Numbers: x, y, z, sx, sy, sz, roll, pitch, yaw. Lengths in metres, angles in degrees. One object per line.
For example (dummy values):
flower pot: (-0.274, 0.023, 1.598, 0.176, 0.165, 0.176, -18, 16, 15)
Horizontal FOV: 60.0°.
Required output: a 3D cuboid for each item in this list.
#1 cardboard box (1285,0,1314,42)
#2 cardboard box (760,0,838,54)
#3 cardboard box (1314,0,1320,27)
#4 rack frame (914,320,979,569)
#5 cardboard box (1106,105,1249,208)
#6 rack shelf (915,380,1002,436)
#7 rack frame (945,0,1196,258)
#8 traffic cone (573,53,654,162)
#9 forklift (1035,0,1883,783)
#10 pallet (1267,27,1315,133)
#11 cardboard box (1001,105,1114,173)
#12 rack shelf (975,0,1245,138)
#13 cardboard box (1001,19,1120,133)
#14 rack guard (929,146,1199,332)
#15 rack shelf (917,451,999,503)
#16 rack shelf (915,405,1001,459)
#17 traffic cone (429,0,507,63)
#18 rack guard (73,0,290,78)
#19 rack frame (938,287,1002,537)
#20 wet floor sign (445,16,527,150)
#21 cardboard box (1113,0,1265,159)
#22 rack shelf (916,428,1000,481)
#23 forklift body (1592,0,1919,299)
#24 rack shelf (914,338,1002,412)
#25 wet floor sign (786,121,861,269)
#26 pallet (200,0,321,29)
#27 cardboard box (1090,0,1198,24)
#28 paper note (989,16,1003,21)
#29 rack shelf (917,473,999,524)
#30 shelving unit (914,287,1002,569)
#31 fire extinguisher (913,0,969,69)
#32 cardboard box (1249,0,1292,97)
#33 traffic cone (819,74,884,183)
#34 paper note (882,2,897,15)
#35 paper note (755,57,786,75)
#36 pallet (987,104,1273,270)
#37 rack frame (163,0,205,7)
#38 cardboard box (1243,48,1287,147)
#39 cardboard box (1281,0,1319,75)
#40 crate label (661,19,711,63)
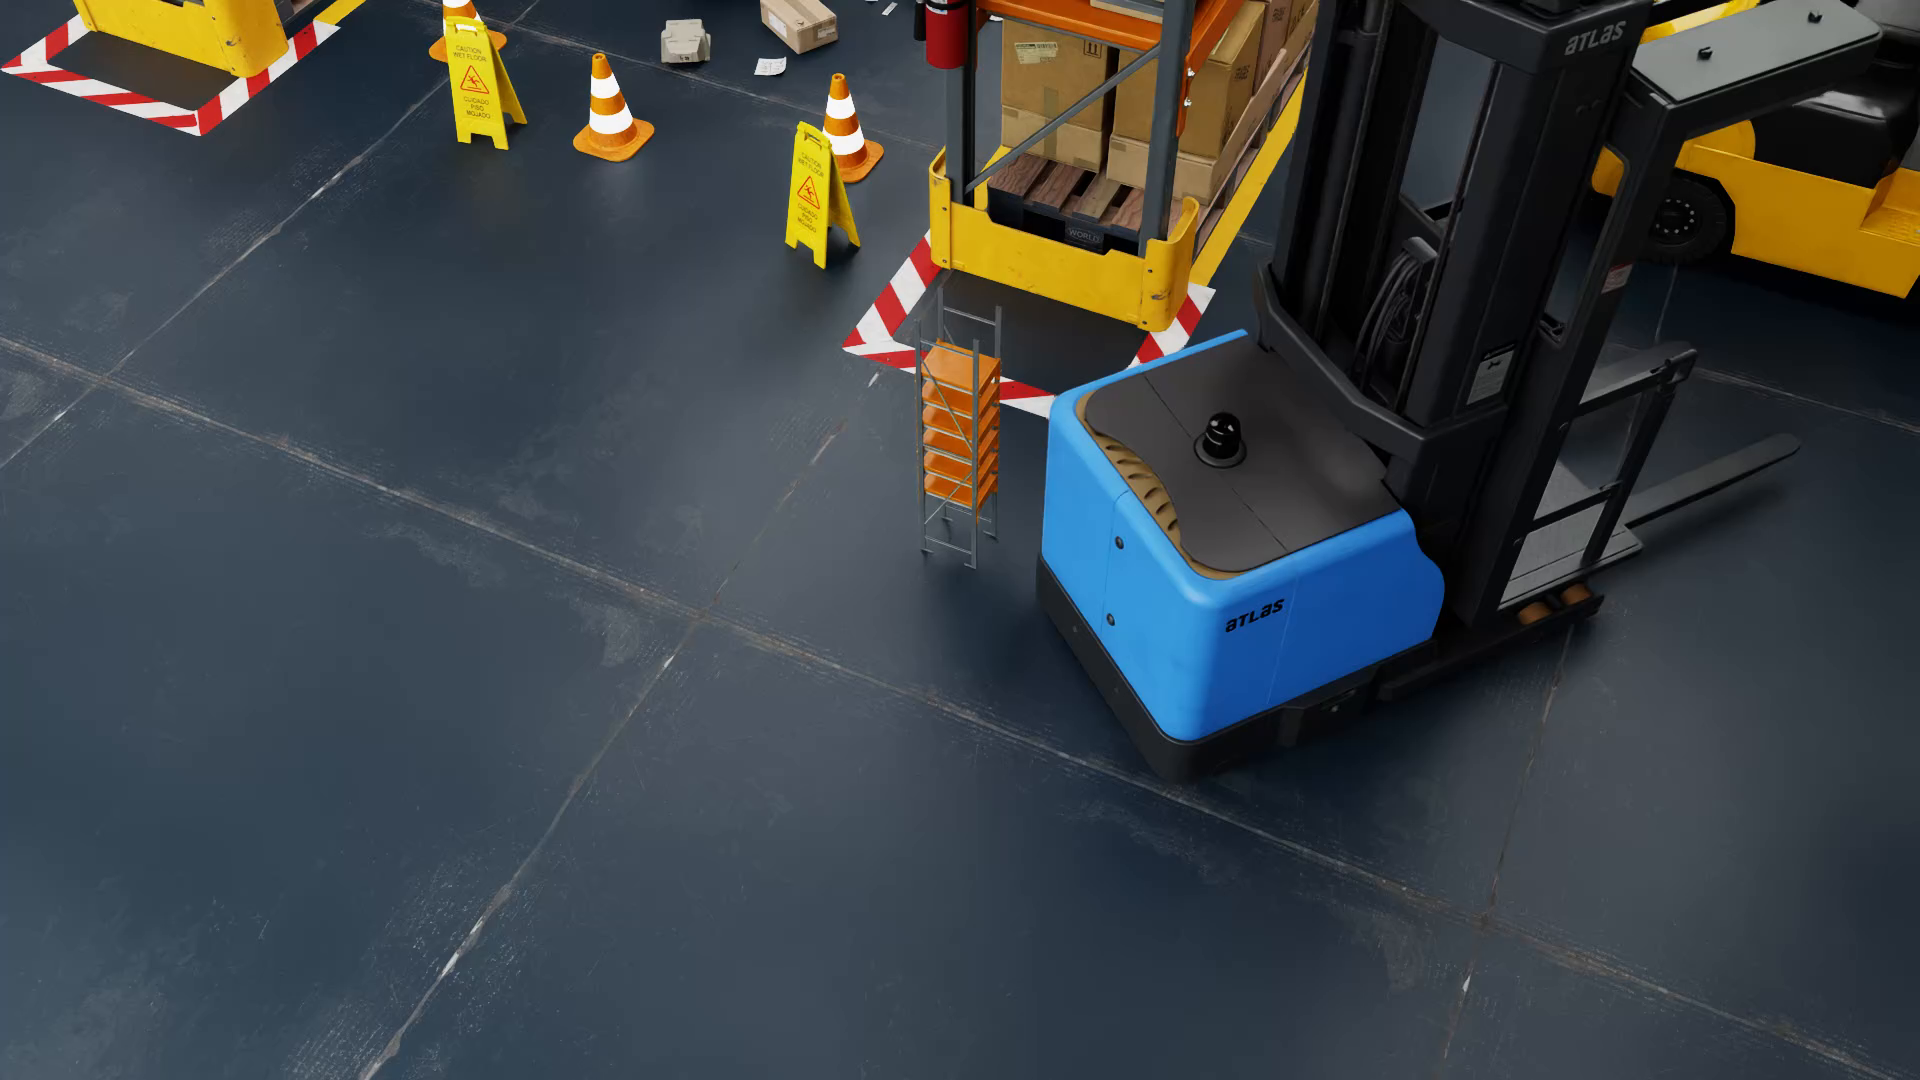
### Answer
cardboard box: (1.458, -2.803, 8.018, 0.500, 0.500, 0.500, 21, 53, 17)
cardboard box: (-0.854, -2.764, 8.820, 0.250, 0.149, 0.380, -28, 55, -22)
cardboard box: (1.672, -2.915, 8.606, 0.500, 0.250, 0.500, 21, 53, 17)
rack frame: (-0.045, -0.316, 6.046, 0.240, 1.200, 0.006, 20, 52, 16)
cardboard box: (1.007, -1.839, 7.690, 0.500, 0.250, 0.500, 19, 52, 16)
rack shelf: (-0.006, -0.506, 5.951, 0.258, 0.103, 0.180, 20, 52, 16)
rack frame: (0.413, -2.129, 6.407, 1.000, 3.000, 0.127, 20, 52, 16)
traffic cone: (-1.719, -2.150, 8.090, 0.336, 0.463, 0.334, 20, 52, 16)
forklift: (1.839, -0.903, 5.409, 3.031, 2.935, 1.130, -21, 53, -17)
pallet: (1.347, -2.663, 8.692, 1.003, 0.211, 1.213, 20, 52, 16)
cardboard box: (0.525, -2.035, 7.857, 0.500, 0.250, 0.500, 20, 52, 16)
rack shelf: (1.267, -3.273, 7.853, 1.077, 0.370, 4.000, 20, 52, 16)
cardboard box: (0.519, -2.253, 7.550, 0.500, 0.500, 0.500, 20, 53, 16)
rack guard: (0.445, -1.371, 7.404, 1.175, 0.500, 0.348, 20, 52, 16)
rack shelf: (-0.006, -0.272, 6.225, 0.258, 0.103, 0.180, 20, 52, 16)
rack shelf: (-0.006, -0.428, 6.042, 0.258, 0.103, 0.180, 20, 52, 16)
traffic cone: (-2.595, -2.751, 8.603, 0.336, 0.463, 0.334, 20, 52, 16)
rack guard: (-4.116, -2.843, 8.656, 1.175, 0.500, 0.348, 20, 52, 16)
rack frame: (0.033, -0.442, 6.153, 0.240, 1.200, 0.006, 20, 52, 16)
wet floor sign: (-2.328, -2.243, 8.050, 0.267, 0.644, 0.232, 12, 51, 10)
cardboard box: (1.017, -2.099, 7.419, 0.500, 0.500, 0.500, 18, 52, 15)
rack shelf: (-0.006, -0.350, 6.134, 0.258, 0.103, 0.180, 20, 52, 16)
forklift body: (4.063, -2.141, 6.974, 2.313, 2.155, 1.214, 20, 52, 16)
rack shelf: (-0.006, -0.583, 5.859, 0.258, 0.103, 0.180, 20, 52, 16)
wet floor sign: (-0.636, -1.583, 7.489, 0.232, 0.644, 0.267, -37, 59, -27)
pallet: (-3.835, -3.342, 9.271, 1.003, 0.211, 1.213, 20, 52, 16)
cardboard box: (0.745, -2.214, 6.644, 0.380, 0.149, 0.250, 20, 52, 16)
paper note: (0.203, -2.852, 8.971, 0.142, 0.019, 0.148, 4, 50, 3)
rack shelf: (-0.006, -0.195, 6.316, 0.258, 0.103, 0.180, 20, 52, 16)
shelving unit: (-0.006, -0.379, 6.100, 0.258, 1.200, 0.189, 20, 52, 16)
fire extinguisher: (-0.053, -2.175, 6.497, 0.296, 0.674, 0.183, 20, 52, 16)
cardboard box: (1.236, -2.460, 7.726, 0.500, 0.500, 0.500, 18, 52, 15)
traffic cone: (-0.570, -2.023, 7.982, 0.336, 0.463, 0.334, 20, 52, 16)
paper note: (-0.380, -2.877, 9.007, 0.032, 0.001, 0.123, 20, 52, 16)
paper note: (-0.983, -2.465, 8.643, 0.148, 0.019, 0.142, 4, 50, 3)
pallet: (0.824, -1.826, 7.980, 1.003, 0.211, 1.213, 20, 52, 16)
rack frame: (-4.106, -3.670, 7.718, 1.000, 3.000, 0.127, 20, 52, 16)
cardboard box: (1.232, -2.188, 7.987, 0.500, 0.250, 0.500, 22, 53, 17)
cardboard box: (1.454, -2.568, 8.311, 0.500, 0.250, 0.500, 23, 53, 18)
crate label: (-1.439, -2.606, 8.692, 0.250, 0.136, 0.298, -4, 50, -3)
